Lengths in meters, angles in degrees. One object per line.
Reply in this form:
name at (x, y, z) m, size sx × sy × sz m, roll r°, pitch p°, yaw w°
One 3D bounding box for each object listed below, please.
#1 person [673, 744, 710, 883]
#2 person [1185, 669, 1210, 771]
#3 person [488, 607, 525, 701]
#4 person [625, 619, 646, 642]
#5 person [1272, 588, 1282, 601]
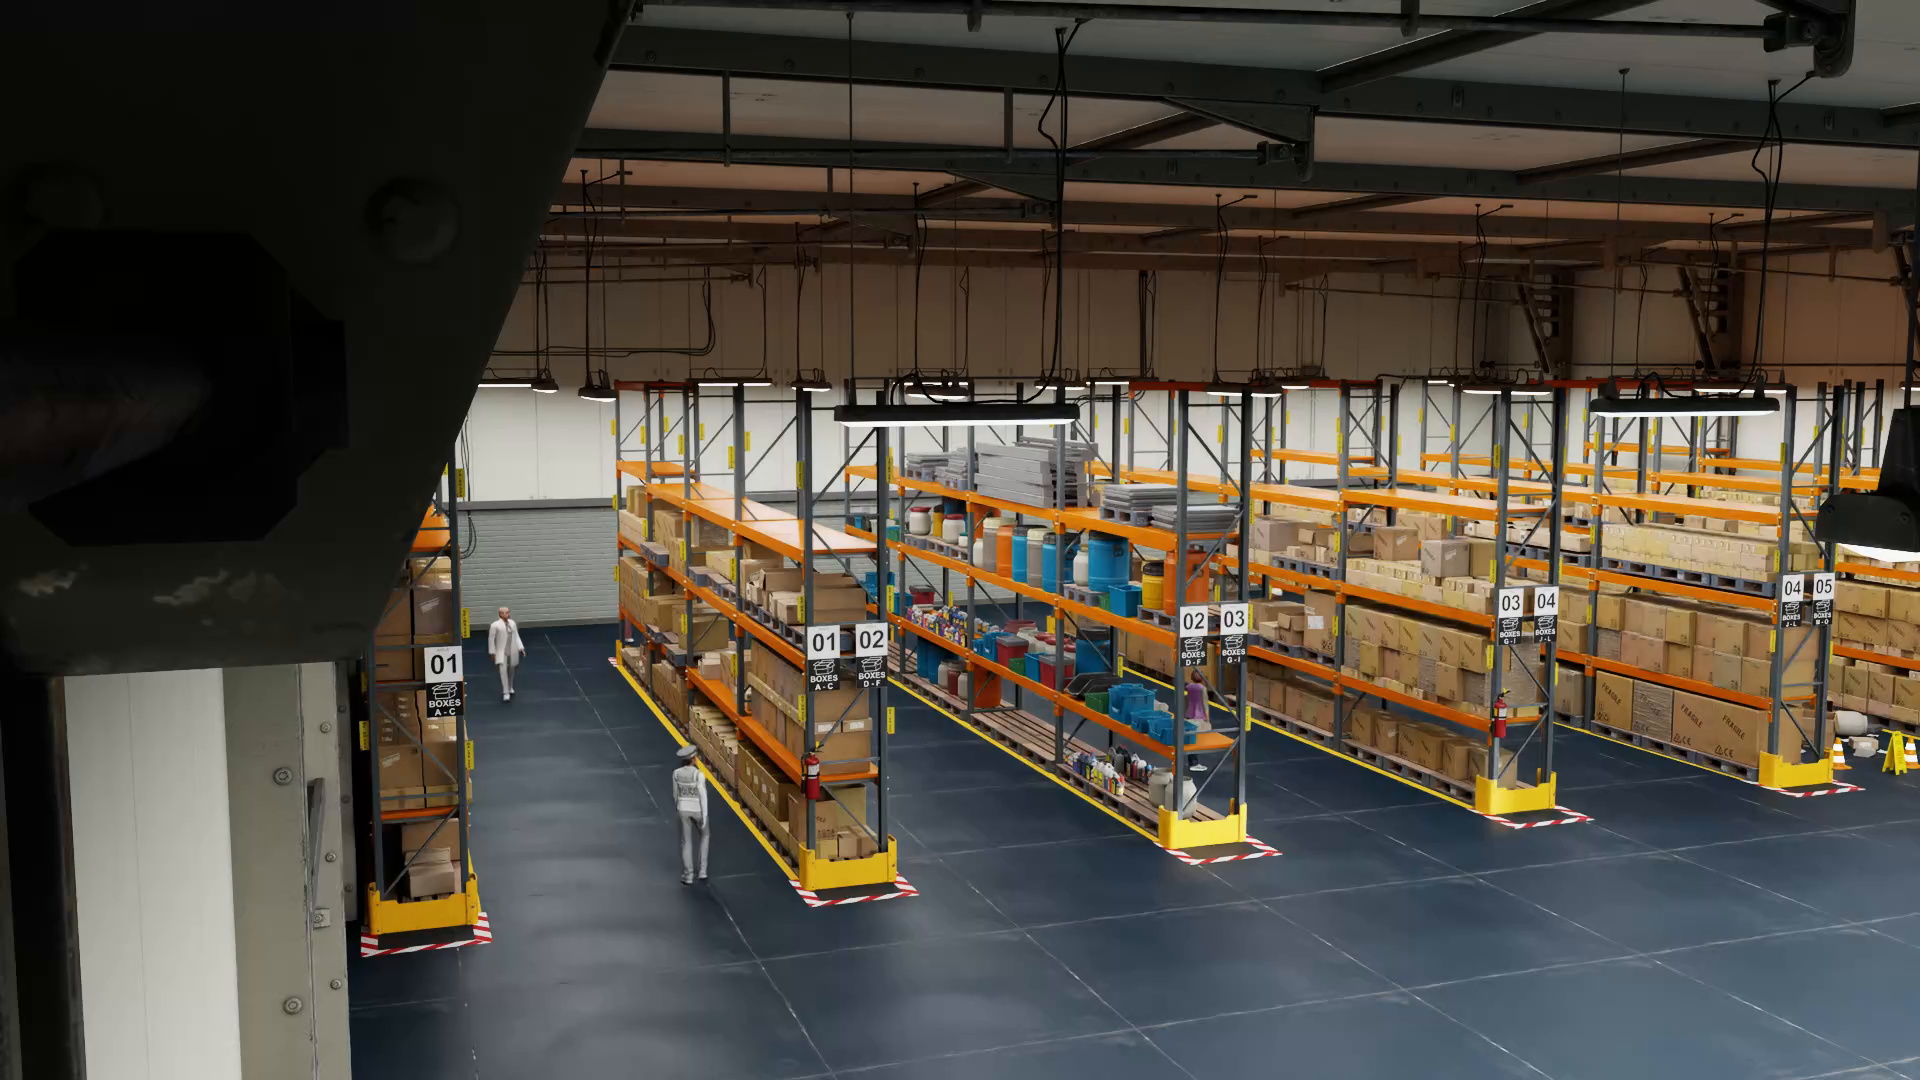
person at (-3.290, 3.362, 20.344) m, size 0.448 × 1.743 × 0.486 m, roll 0°, pitch 6°, yaw -1°
person at (3.745, 2.807, 25.963) m, size 0.434 × 1.616 × 0.461 m, roll -4°, pitch 7°, yaw -36°
person at (-8.571, 2.126, 31.455) m, size 0.674 × 1.721 × 1.117 m, roll -2°, pitch 6°, yaw -22°
person at (-7.273, 1.523, 37.583) m, size 0.946 × 1.619 × 0.475 m, roll 5°, pitch 8°, yaw 38°
person at (6.375, 1.869, 34.015) m, size 0.573 × 1.761 × 0.611 m, roll 4°, pitch 7°, yaw 34°
